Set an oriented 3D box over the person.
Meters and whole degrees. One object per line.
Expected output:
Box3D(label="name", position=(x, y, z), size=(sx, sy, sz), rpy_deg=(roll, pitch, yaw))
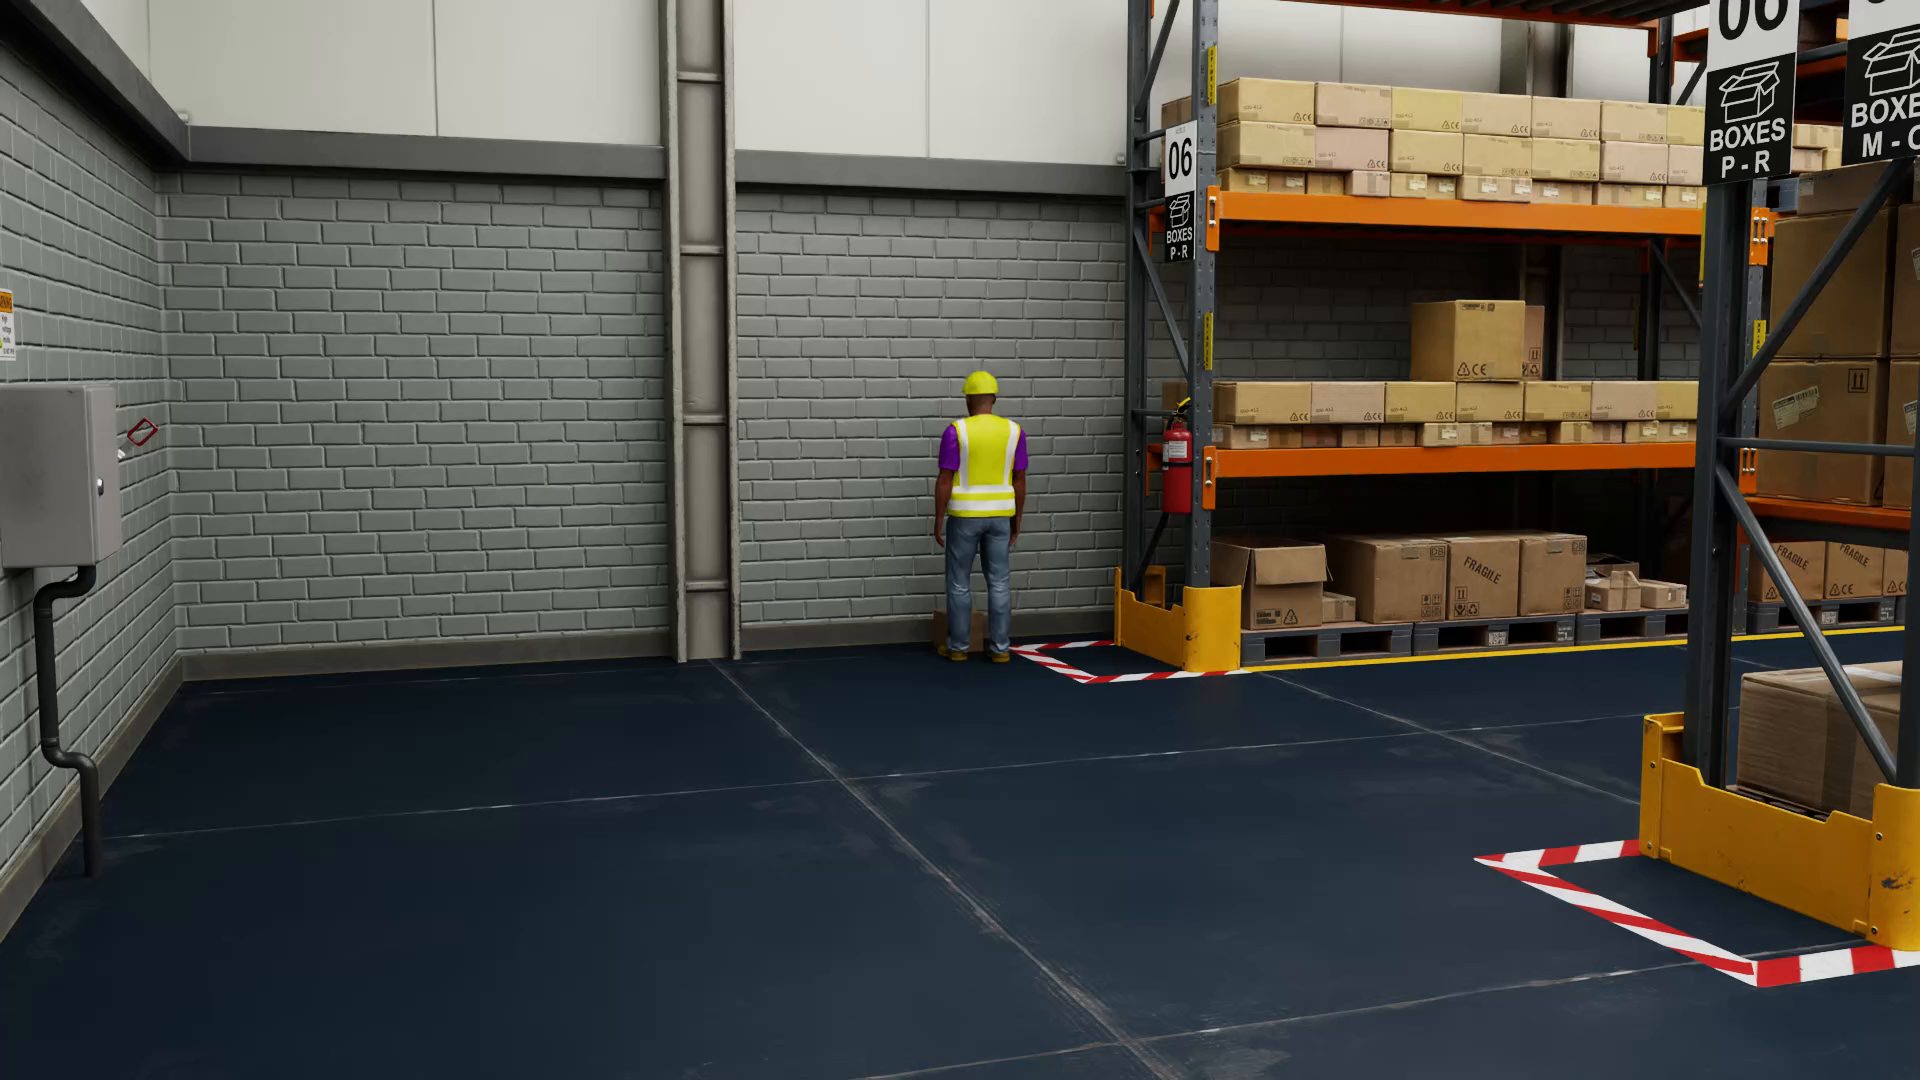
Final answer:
Box3D(label="person", position=(0.111, -0.135, 10.097), size=(0.564, 1.762, 0.371), rpy_deg=(-2, 6, -17))
